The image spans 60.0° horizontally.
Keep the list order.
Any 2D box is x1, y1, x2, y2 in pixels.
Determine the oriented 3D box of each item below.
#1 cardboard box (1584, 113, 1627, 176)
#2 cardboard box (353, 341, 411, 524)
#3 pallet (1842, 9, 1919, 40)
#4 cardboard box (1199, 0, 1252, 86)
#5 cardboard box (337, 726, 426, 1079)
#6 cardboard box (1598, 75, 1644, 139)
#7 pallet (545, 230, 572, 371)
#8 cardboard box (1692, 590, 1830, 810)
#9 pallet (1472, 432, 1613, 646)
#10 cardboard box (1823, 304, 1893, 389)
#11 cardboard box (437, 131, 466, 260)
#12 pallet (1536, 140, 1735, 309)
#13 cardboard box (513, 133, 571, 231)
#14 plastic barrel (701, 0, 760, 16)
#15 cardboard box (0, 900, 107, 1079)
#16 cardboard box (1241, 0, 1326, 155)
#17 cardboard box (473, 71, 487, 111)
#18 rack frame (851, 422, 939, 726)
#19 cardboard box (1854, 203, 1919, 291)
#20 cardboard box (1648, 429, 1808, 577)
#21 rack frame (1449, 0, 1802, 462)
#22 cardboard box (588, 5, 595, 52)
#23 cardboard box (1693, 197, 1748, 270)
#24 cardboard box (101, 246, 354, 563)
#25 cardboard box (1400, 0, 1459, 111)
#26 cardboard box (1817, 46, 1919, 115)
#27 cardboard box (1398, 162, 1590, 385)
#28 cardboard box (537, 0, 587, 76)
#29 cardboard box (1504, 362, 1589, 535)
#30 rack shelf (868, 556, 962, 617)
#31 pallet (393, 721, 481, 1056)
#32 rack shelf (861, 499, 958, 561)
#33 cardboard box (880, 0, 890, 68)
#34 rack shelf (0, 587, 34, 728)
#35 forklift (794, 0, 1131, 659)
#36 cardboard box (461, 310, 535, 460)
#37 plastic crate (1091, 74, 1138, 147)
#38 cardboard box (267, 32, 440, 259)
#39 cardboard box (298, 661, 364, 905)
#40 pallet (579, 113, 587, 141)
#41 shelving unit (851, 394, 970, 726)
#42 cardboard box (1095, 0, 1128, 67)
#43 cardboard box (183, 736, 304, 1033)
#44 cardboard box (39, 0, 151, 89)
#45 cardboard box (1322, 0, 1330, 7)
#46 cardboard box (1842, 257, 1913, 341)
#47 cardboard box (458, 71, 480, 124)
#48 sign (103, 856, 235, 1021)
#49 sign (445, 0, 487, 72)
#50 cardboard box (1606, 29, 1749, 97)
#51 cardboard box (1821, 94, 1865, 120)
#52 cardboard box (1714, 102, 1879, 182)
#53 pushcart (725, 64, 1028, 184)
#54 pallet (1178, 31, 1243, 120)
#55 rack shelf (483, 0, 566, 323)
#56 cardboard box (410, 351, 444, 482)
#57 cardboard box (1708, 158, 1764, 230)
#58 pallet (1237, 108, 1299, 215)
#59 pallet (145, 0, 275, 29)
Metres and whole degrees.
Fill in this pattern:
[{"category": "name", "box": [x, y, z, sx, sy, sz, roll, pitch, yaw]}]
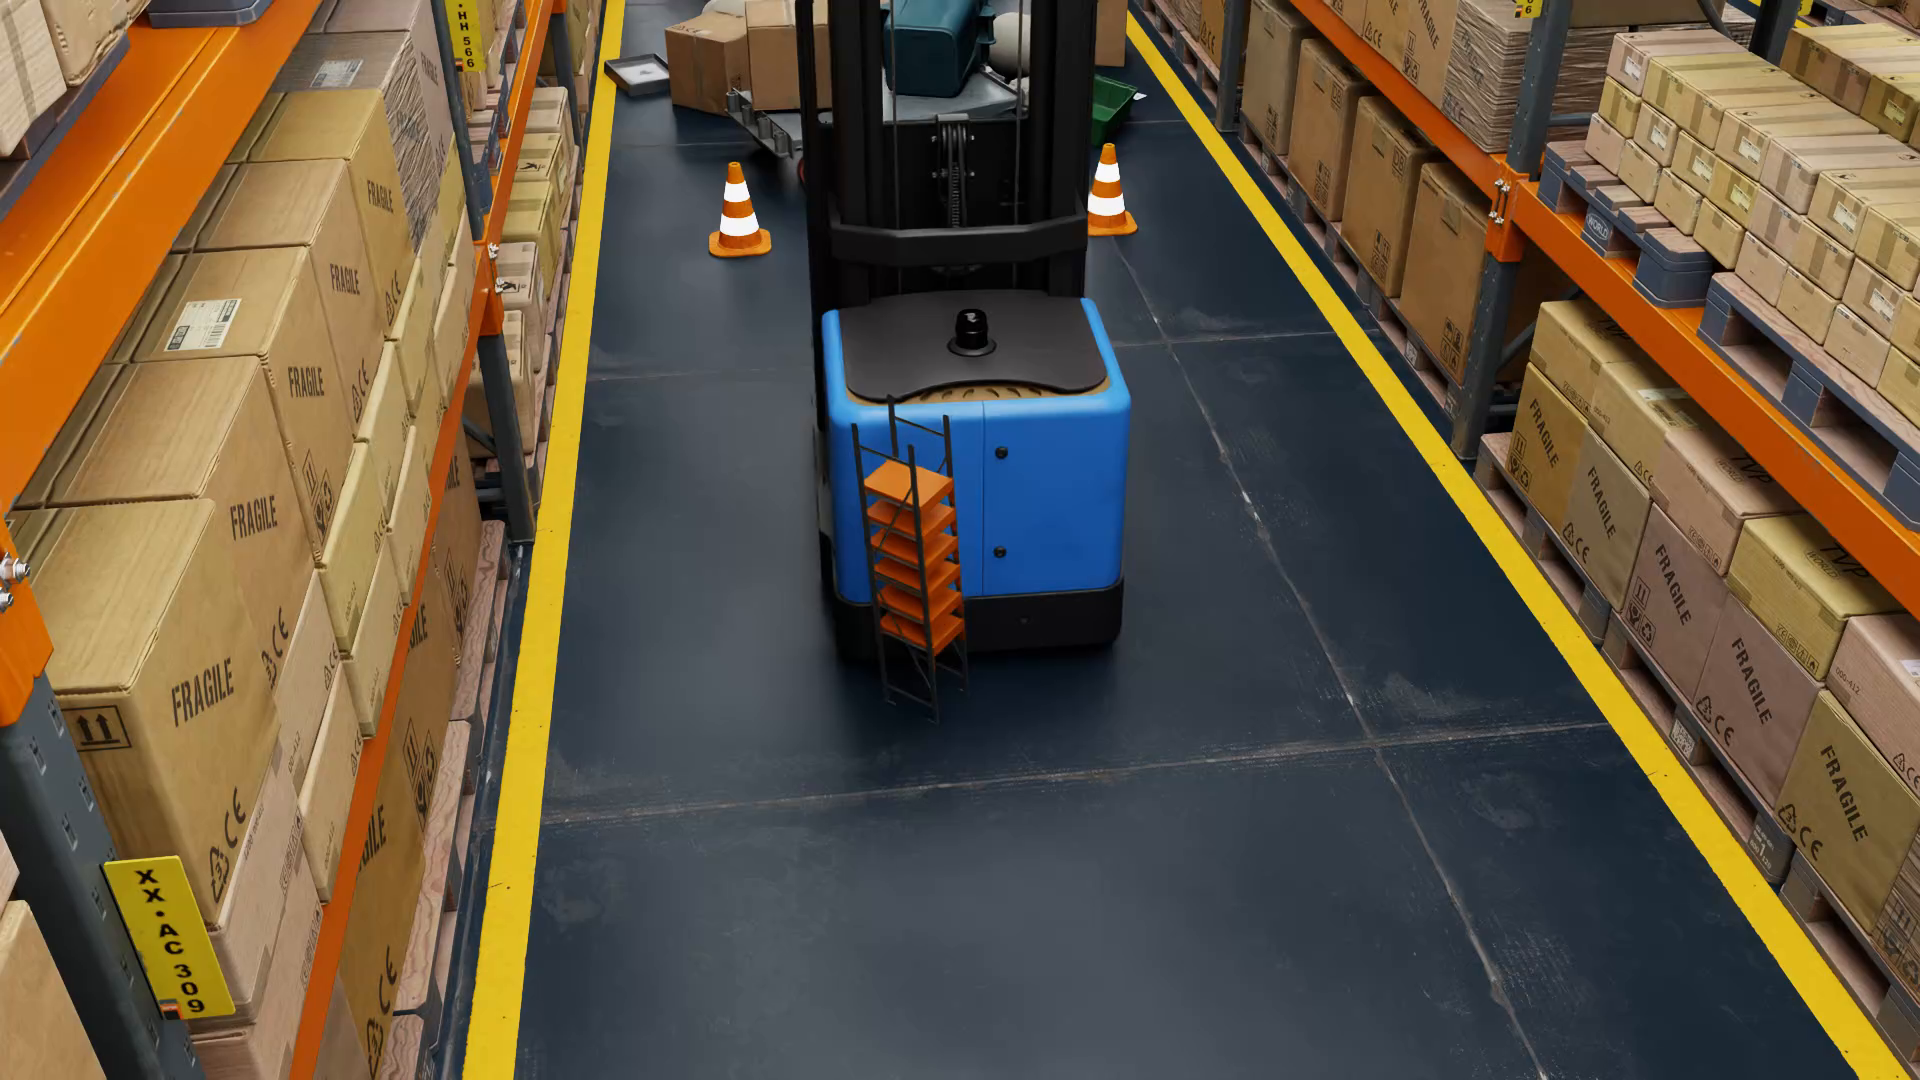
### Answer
[{"category": "cardboard box", "box": [2.527, -1.456, 6.073, 0.380, 0.149, 0.250, -5, 35, -7]}, {"category": "cardboard box", "box": [-1.675, -0.254, 4.148, 0.500, 0.250, 0.500, -5, 35, -8]}, {"category": "pallet", "box": [6.933, -3.423, 11.585, 1.003, 0.211, 1.213, -4, 35, -6]}, {"category": "cardboard box", "box": [2.114, -3.535, 10.788, 0.875, 0.875, 0.875, -4, 34, -6]}, {"category": "cardboard box", "box": [-1.978, 0.873, 4.319, 0.875, 0.875, 0.875, -3, 34, -5]}, {"category": "cardboard box", "box": [2.533, -1.559, 5.961, 0.380, 0.149, 0.250, -3, 34, -4]}, {"category": "pallet", "box": [-2.489, -1.183, 8.299, 1.003, 0.211, 1.213, -4, 35, -6]}, {"category": "cardboard box", "box": [2.723, 0.473, 5.239, 0.500, 0.500, 0.500, -5, 35, -7]}, {"category": "pallet", "box": [2.771, -0.063, 6.655, 1.003, 0.211, 1.213, -4, 35, -6]}, {"category": "cardboard box", "box": [2.741, -0.571, 4.775, 0.380, 0.149, 0.250, -5, 35, -8]}, {"category": "cardboard box", "box": [-1.907, -1.114, 5.410, 0.500, 0.250, 0.500, -4, 35, -7]}, {"category": "pallet", "box": [2.869, -1.183, 5.992, 1.213, 0.211, 1.003, -4, 35, -6]}, {"category": "cardboard box", "box": [-2.589, -1.847, 8.757, 0.950, 0.372, 0.625, -2, 34, -3]}, {"category": "plastic barrel", "box": [-1.522, -3.582, 11.630, 0.512, 0.421, 0.421, 20, 39, 26]}, {"category": "cardboard box", "box": [-1.349, 0.800, 1.936, 0.500, 0.500, 0.500, -5, 35, -7]}, {"category": "cardboard box", "box": [2.302, -2.788, 9.802, 1.050, 0.750, 0.750, -5, 35, -7]}, {"category": "cardboard box", "box": [-2.079, -1.802, 6.581, 0.380, 0.149, 0.250, -7, 35, -9]}, {"category": "rack frame", "box": [-0.205, 0.141, 5.481, 0.240, 1.200, 0.006, 22, 46, 29]}, {"category": "cardboard box", "box": [2.746, -0.822, 4.614, 0.380, 0.149, 0.250, -5, 35, -7]}, {"category": "cardboard box", "box": [2.642, -0.139, 5.471, 0.500, 0.250, 0.500, -4, 34, -6]}, {"category": "rack frame", "box": [2.667, -1.652, 6.510, 1.000, 3.000, 0.127, -4, 35, -6]}, {"category": "cardboard box", "box": [-2.731, -3.432, 11.192, 0.500, 0.250, 0.500, -5, 35, -7]}, {"category": "cardboard box", "box": [2.638, -1.006, 5.412, 0.380, 0.149, 0.250, -3, 34, -4]}, {"category": "cardboard box", "box": [-1.621, -0.272, 3.509, 0.500, 0.500, 0.500, -5, 35, -8]}, {"category": "cardboard box", "box": [2.275, -2.202, 7.229, 0.500, 0.500, 0.500, -4, 35, -6]}, {"category": "cardboard box", "box": [3.219, -1.588, 5.738, 0.380, 0.149, 0.250, -5, 35, -7]}, {"category": "cardboard box", "box": [2.675, -1.242, 7.534, 1.050, 0.750, 0.750, -5, 35, -7]}, {"category": "cardboard box", "box": [-2.574, -3.149, 10.110, 0.500, 0.500, 0.500, -3, 34, -4]}, {"category": "cardboard box", "box": [2.510, -0.378, 6.488, 0.500, 0.500, 0.500, -6, 35, -8]}, {"category": "rack shelf", "box": [-0.149, 0.127, 5.565, 0.258, 0.103, 0.180, 22, 46, 29]}, {"category": "pallet", "box": [-2.032, 1.057, 5.011, 1.003, 0.211, 1.213, -4, 35, -6]}, {"category": "rack shelf", "box": [-0.163, -0.060, 5.415, 0.258, 0.103, 0.180, 22, 46, 29]}, {"category": "cardboard box", "box": [-0.421, -3.399, 11.171, 0.797, 0.637, 0.503, -4, 35, -6]}, {"category": "rack shelf", "box": [-1.417, 1.186, 0.322, 1.077, 0.370, 4.000, -4, 35, -6]}, {"category": "forklift", "box": [-0.077, -1.596, 6.490, 1.130, 2.935, 3.031, -3, 34, -5]}, {"category": "cardboard box", "box": [-2.290, -0.624, 6.962, 0.950, 0.372, 0.625, -7, 35, -10]}, {"category": "plastic crate", "box": [0.808, -2.743, 10.558, 0.450, 0.188, 0.662, 21, 39, 12]}, {"category": "cardboard box", "box": [-1.818, -1.120, 4.754, 0.500, 0.500, 0.500, -4, 34, -6]}, {"category": "cardboard box", "box": [-1.555, 0.520, 3.457, 0.500, 0.250, 0.500, -5, 35, -8]}, {"category": "pallet", "box": [-2.887, -2.672, 10.484, 1.003, 0.211, 1.213, -4, 35, -6]}, {"category": "shelving unit", "box": [-0.152, 0.092, 5.537, 0.258, 1.200, 0.189, 22, 46, 29]}, {"category": "cardboard box", "box": [0.904, -3.640, 11.646, 0.500, 0.500, 0.500, 1, 34, 2]}, {"category": "cardboard box", "box": [-1.466, 0.600, 2.895, 0.500, 0.250, 0.500, -5, 35, -8]}, {"category": "cardboard box", "box": [-1.517, -0.956, 2.364, 0.500, 0.500, 0.500, -5, 35, -7]}, {"category": "cardboard box", "box": [2.067, -3.050, 8.473, 0.500, 0.500, 0.500, -5, 35, -7]}, {"category": "cardboard box", "box": [2.748, -0.690, 4.686, 0.380, 0.149, 0.250, -3, 34, -5]}, {"category": "cardboard box", "box": [-2.055, -1.827, 6.041, 0.500, 0.500, 0.500, -5, 35, -8]}, {"category": "sign", "box": [-1.136, 0.579, 2.398, 0.100, 0.325, 0.005, -4, 35, -6]}, {"category": "sign", "box": [-1.675, -1.743, 5.615, 0.100, 0.325, 0.005, -4, 35, -6]}, {"category": "cardboard box", "box": [2.538, -1.692, 5.891, 0.380, 0.149, 0.250, -4, 35, -6]}, {"category": "cardboard box", "box": [3.223, -1.454, 5.806, 0.380, 0.149, 0.250, -3, 34, -5]}, {"category": "cardboard box", "box": [2.640, -1.260, 5.257, 0.380, 0.149, 0.250, -6, 35, -8]}, {"category": "pushcart", "box": [-0.510, -2.569, 10.185, 1.648, 0.377, 0.936, -16, 38, -23]}, {"category": "pallet", "box": [2.105, -3.162, 11.202, 1.003, 0.211, 1.213, -4, 35, -6]}, {"category": "rack shelf", "box": [-2.493, -2.039, 7.717, 1.077, 0.370, 4.000, -4, 35, -6]}, {"category": "cardboard box", "box": [-1.763, -0.330, 4.703, 0.500, 0.250, 0.500, -5, 35, -7]}, {"category": "cardboard box", "box": [2.645, -1.119, 5.314, 0.380, 0.149, 0.250, -4, 35, -6]}, {"category": "pallet", "box": [2.308, -2.306, 9.947, 1.003, 0.211, 1.213, -4, 35, -6]}, {"category": "pallet", "box": [-1.932, -1.403, 3.649, 1.003, 0.211, 1.213, -3, 34, -4]}]
